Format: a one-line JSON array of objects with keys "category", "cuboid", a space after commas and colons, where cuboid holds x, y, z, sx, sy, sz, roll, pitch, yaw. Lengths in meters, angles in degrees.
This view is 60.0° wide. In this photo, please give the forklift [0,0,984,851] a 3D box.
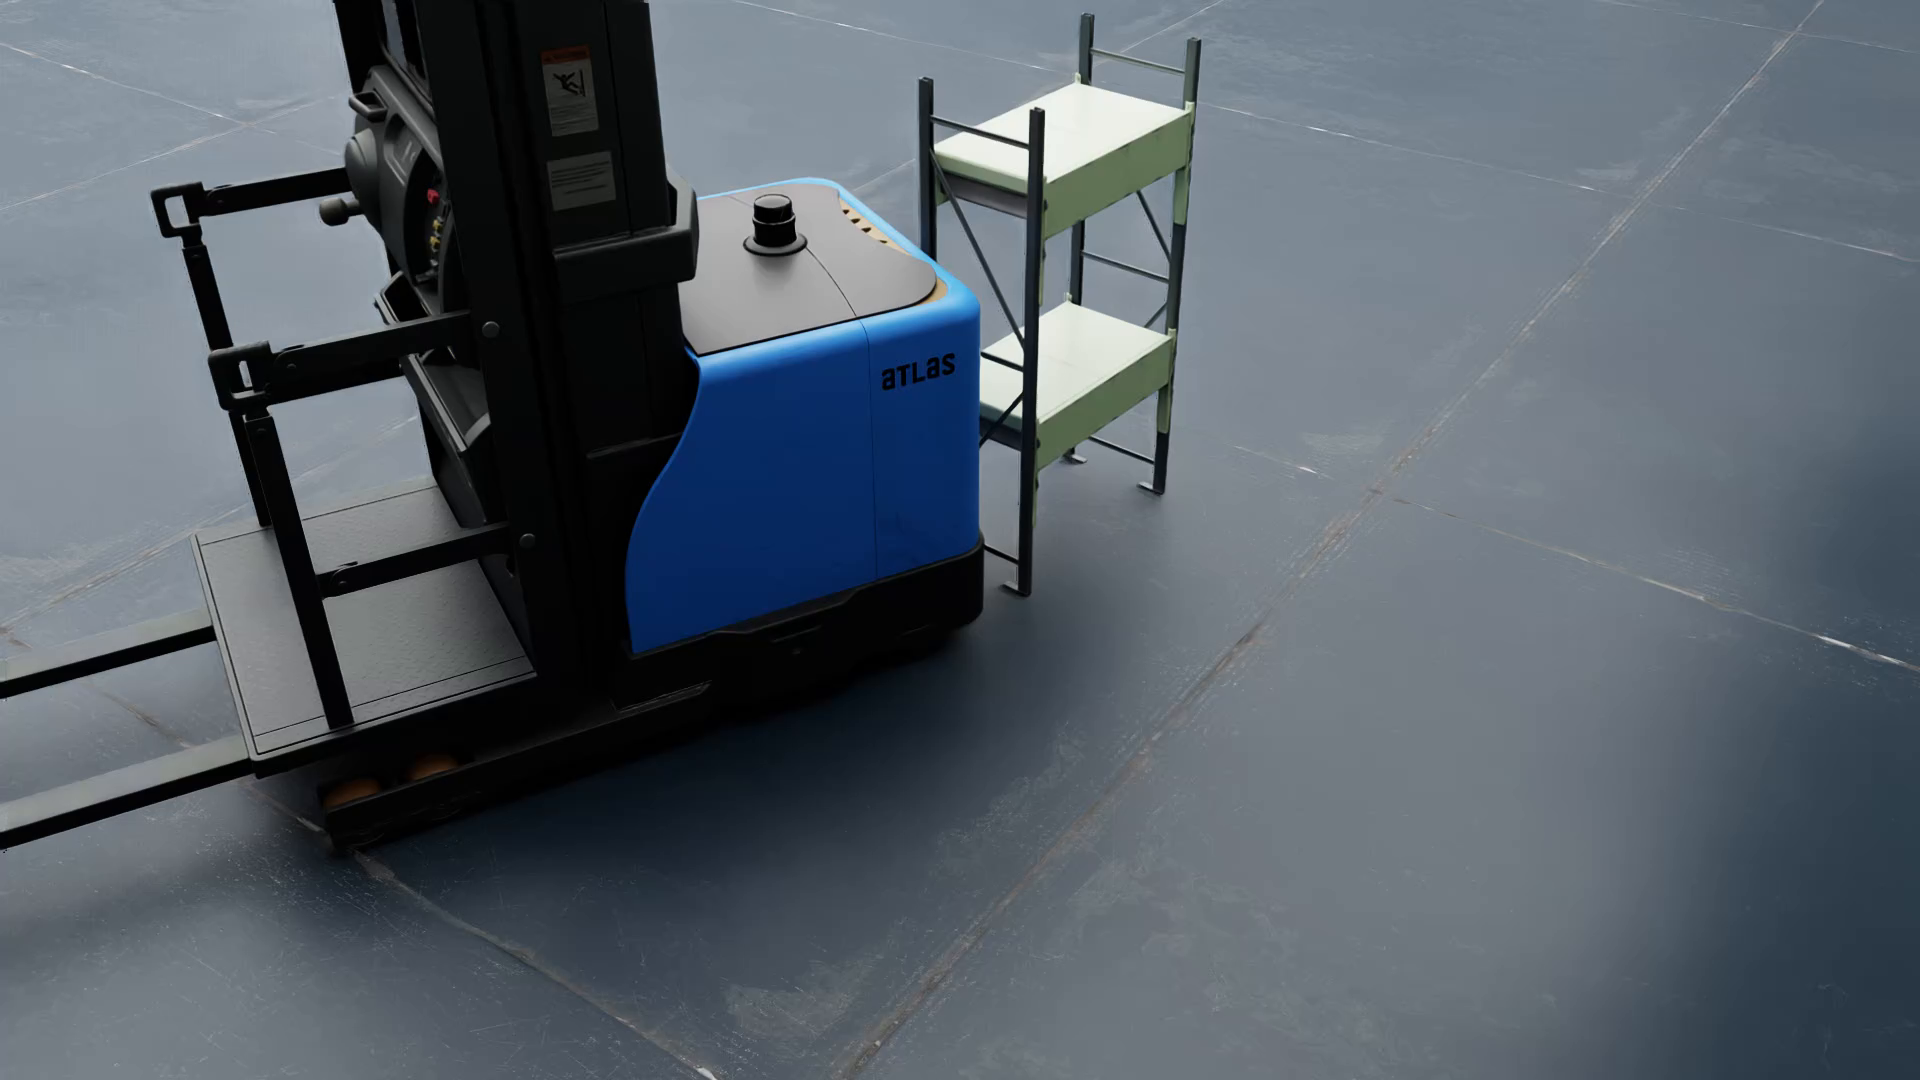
[{"category": "forklift", "cuboid": [-1.477, -0.795, 3.809, 3.031, 2.935, 1.130, -17, 38, -23]}]

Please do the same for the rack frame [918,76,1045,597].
[{"category": "rack frame", "cuboid": [0.052, -0.525, 4.687, 0.400, 1.500, 0.023, 24, 41, 31]}]

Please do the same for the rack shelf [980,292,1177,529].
[{"category": "rack shelf", "cuboid": [0.283, -0.414, 5.106, 0.431, 0.370, 0.720, 24, 41, 31]}]

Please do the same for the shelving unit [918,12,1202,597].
[{"category": "shelving unit", "cuboid": [0.283, -0.684, 4.923, 0.431, 1.500, 0.755, 24, 41, 31]}]

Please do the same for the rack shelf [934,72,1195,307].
[{"category": "rack shelf", "cuboid": [0.283, -1.007, 4.704, 0.431, 0.370, 0.720, 24, 41, 31]}]

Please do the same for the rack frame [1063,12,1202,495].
[{"category": "rack frame", "cuboid": [0.513, -0.844, 5.159, 0.400, 1.500, 0.023, 24, 41, 31]}]
